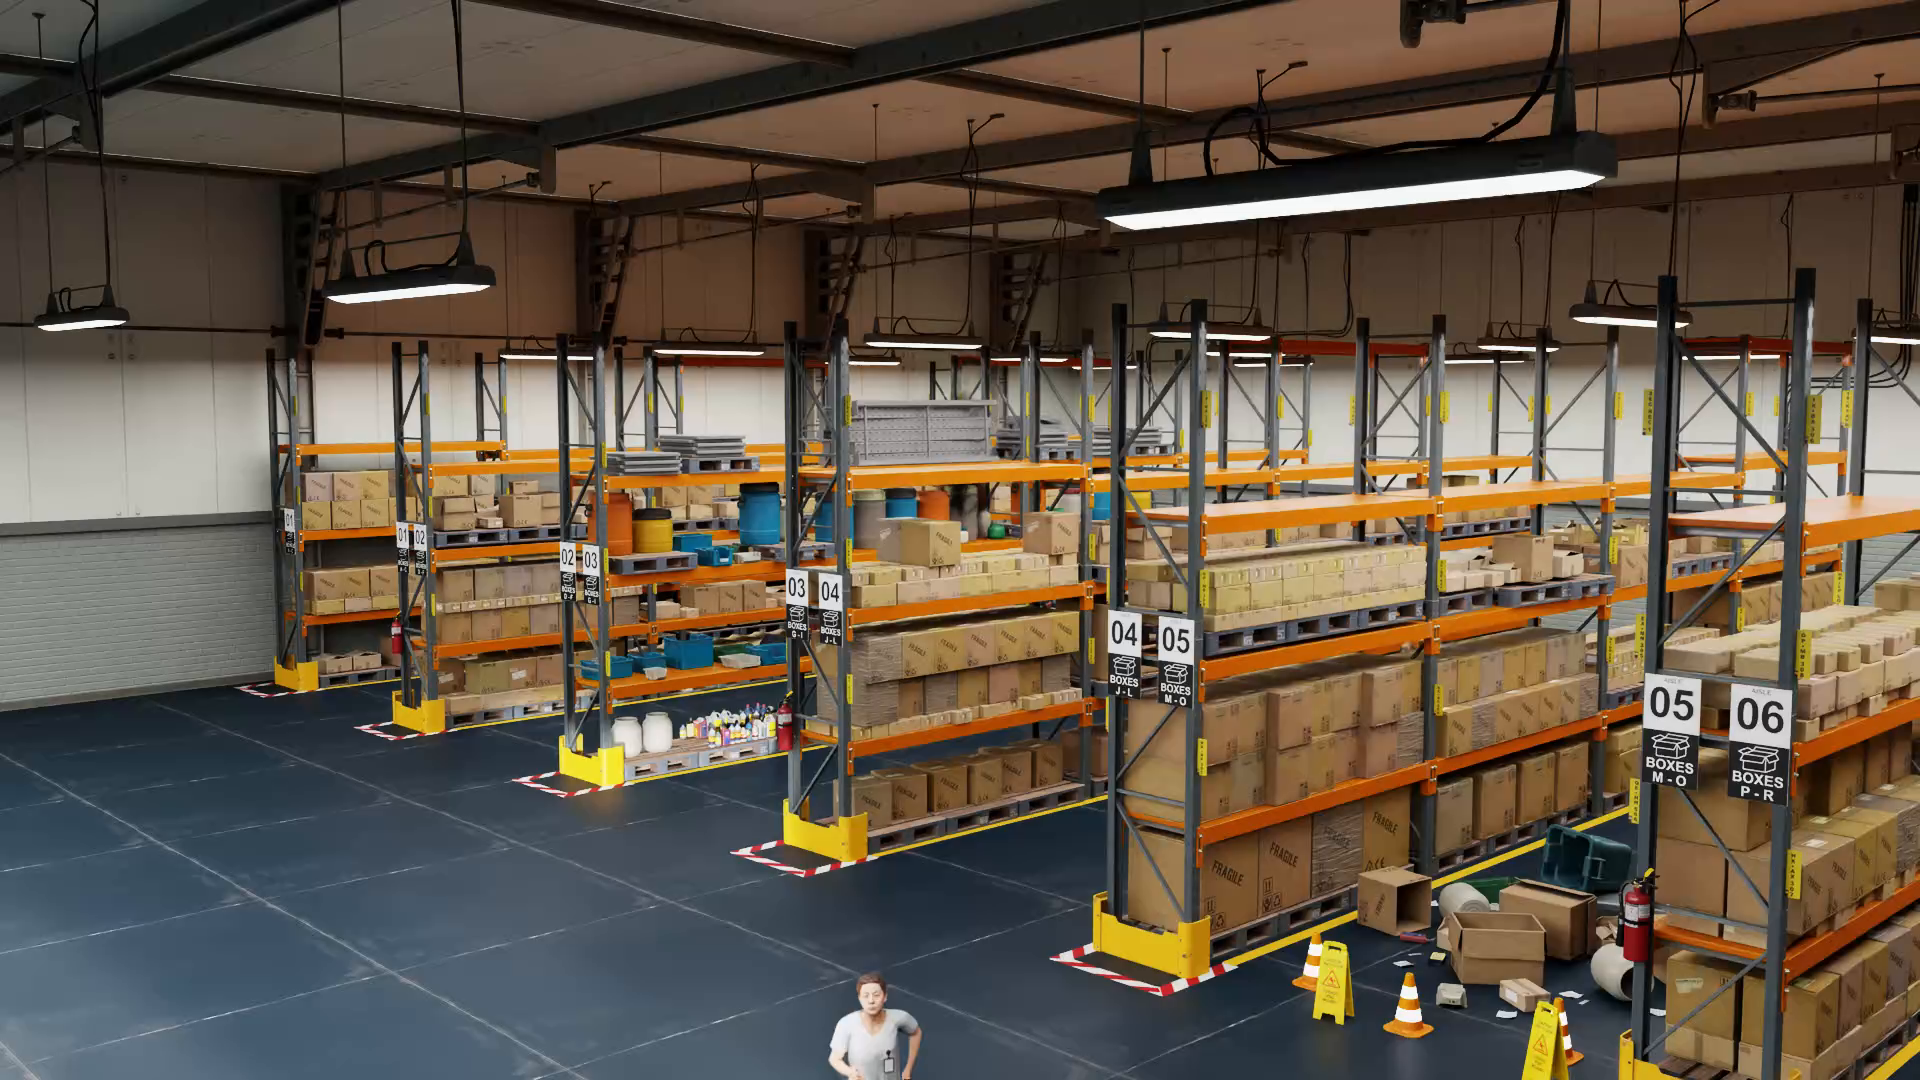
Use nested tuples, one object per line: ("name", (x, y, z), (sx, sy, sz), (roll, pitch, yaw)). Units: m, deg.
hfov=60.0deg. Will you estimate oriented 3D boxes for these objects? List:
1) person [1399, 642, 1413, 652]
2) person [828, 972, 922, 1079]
("person", (6.213, 2.307, 23.171), (0.652, 1.812, 0.832), (4, 6, 40))
("person", (-0.522, 3.461, 10.226), (0.550, 1.677, 0.757), (0, 5, 4))
